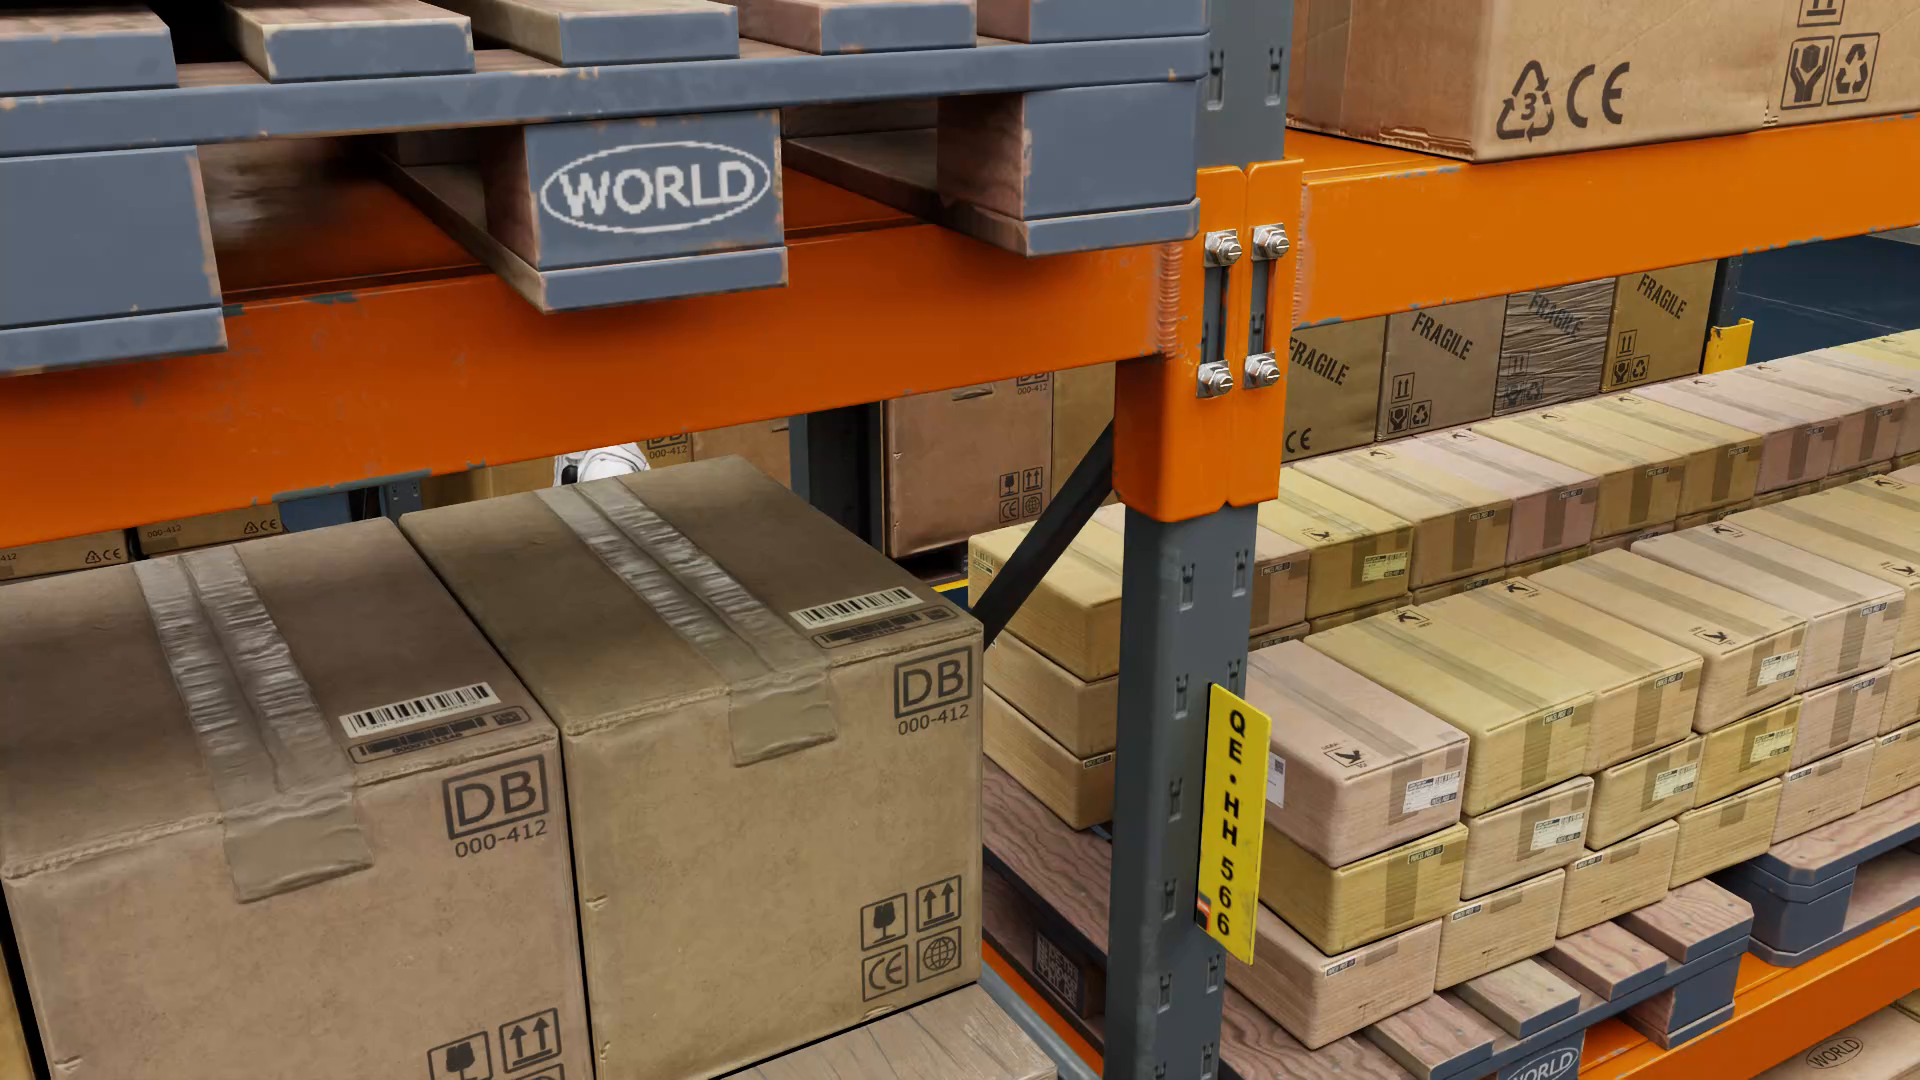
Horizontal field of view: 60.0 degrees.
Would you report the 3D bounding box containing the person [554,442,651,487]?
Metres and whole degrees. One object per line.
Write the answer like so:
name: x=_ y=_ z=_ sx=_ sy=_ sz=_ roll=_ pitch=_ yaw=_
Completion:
person: x=-1.196 y=0.197 z=5.599 sx=0.393 sy=1.659 sz=0.504 roll=-12 pitch=25 yaw=-28
